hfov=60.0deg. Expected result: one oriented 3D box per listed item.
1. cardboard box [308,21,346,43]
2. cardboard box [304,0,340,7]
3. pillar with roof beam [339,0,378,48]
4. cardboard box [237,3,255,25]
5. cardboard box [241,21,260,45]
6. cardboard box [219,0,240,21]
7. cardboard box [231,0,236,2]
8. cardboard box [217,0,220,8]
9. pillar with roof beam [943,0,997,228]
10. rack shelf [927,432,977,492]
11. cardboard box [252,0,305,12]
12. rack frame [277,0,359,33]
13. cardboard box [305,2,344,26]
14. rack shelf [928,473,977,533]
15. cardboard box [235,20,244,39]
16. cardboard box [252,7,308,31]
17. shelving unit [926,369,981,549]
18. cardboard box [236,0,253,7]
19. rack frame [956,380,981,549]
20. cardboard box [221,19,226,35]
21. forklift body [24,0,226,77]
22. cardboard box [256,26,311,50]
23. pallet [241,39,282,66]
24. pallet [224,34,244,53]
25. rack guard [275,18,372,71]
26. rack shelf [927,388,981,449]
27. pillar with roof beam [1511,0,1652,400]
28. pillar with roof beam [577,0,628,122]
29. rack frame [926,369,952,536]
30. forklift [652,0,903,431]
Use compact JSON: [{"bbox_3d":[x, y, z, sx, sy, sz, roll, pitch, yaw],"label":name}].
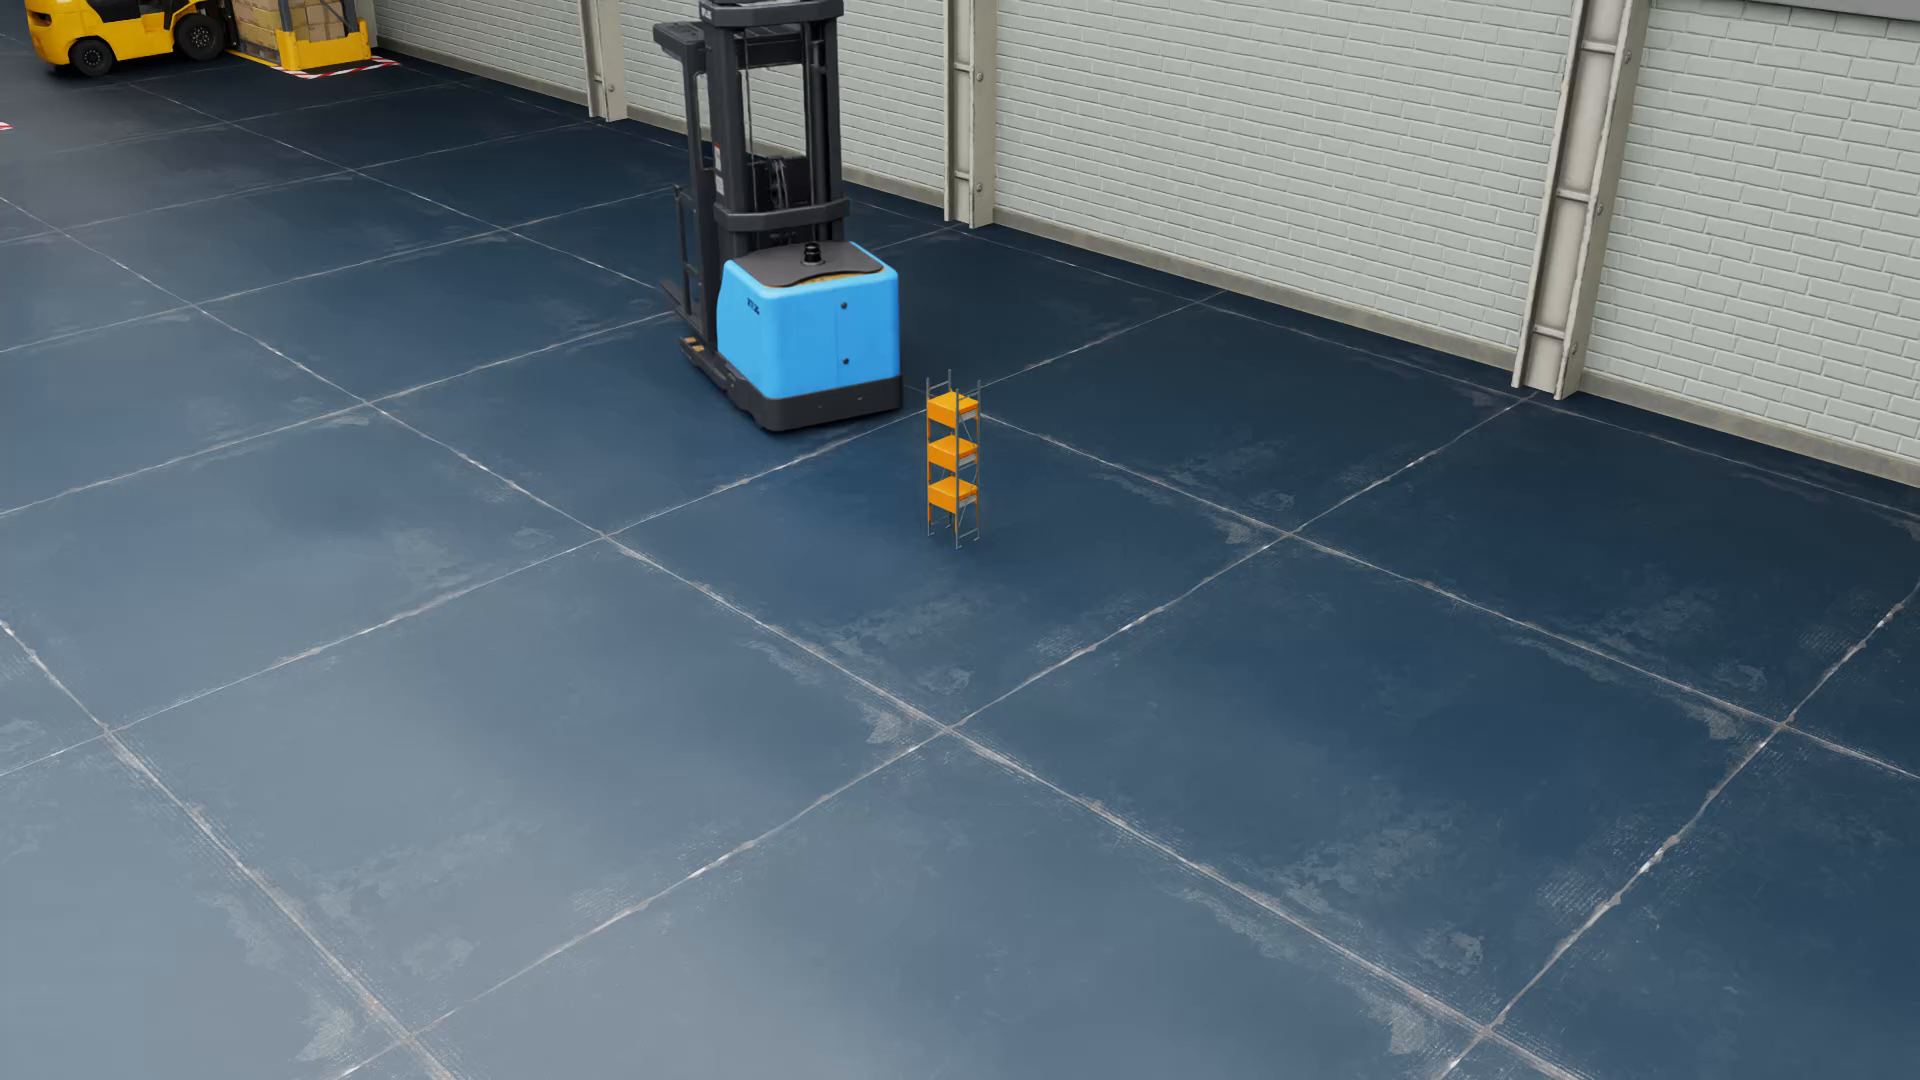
[{"bbox_3d":[-8.814,-7.008,22.858,0.500,0.250,0.500,25,37,39],"label":"cardboard box"},{"bbox_3d":[-8.811,-7.445,22.615,0.500,0.250,0.500,24,36,38],"label":"cardboard box"},{"bbox_3d":[-11.483,-9.567,18.775,0.400,9.000,9.100,25,36,38],"label":"pillar with roof beam"},{"bbox_3d":[-9.517,-7.226,22.736,0.500,0.250,0.500,24,36,38],"label":"cardboard box"},{"bbox_3d":[-9.505,-6.997,22.836,0.500,0.250,0.500,25,36,38],"label":"cardboard box"},{"bbox_3d":[-9.900,-7.388,23.043,0.500,0.250,0.500,24,36,37],"label":"cardboard box"},{"bbox_3d":[-9.883,-7.598,22.906,0.500,0.250,0.500,-25,37,-39],"label":"cardboard box"},{"bbox_3d":[-10.254,-7.552,23.356,0.500,0.250,0.500,24,36,38],"label":"cardboard box"},{"bbox_3d":[-2.927,-5.651,11.329,0.400,9.000,9.100,25,36,38],"label":"pillar with roof beam"},{"bbox_3d":[-0.038,-0.473,10.044,0.240,0.259,0.215,25,36,38],"label":"rack shelf"},{"bbox_3d":[-9.148,-7.272,22.286,0.500,0.250,0.500,-24,36,-38],"label":"cardboard box"},{"bbox_3d":[-8.601,-7.814,21.888,0.127,3.000,1.000,25,36,38],"label":"rack frame"},{"bbox_3d":[-8.790,-7.226,22.736,0.500,0.250,0.500,-25,36,-38],"label":"cardboard box"},{"bbox_3d":[-0.038,-0.227,10.173,0.240,0.259,0.215,25,36,38],"label":"rack shelf"},{"bbox_3d":[-9.856,-7.163,23.153,0.500,0.250,0.500,-25,37,-39],"label":"cardboard box"},{"bbox_3d":[-9.167,-7.059,22.418,0.500,0.250,0.500,24,36,38],"label":"cardboard box"},{"bbox_3d":[-0.038,-0.482,10.039,0.252,1.050,0.215,25,36,38],"label":"shelving unit"},{"bbox_3d":[-9.516,-7.437,22.599,0.500,0.250,0.500,-25,36,-38],"label":"cardboard box"},{"bbox_3d":[0.049,-0.442,9.963,0.008,1.050,0.200,25,36,38],"label":"rack frame"},{"bbox_3d":[-10.242,-7.325,23.461,0.500,0.250,0.500,-24,36,-38],"label":"cardboard box"},{"bbox_3d":[-11.232,-7.452,22.110,1.214,2.155,2.313,25,36,38],"label":"forklift body"},{"bbox_3d":[-9.157,-6.831,22.522,0.500,0.250,0.500,25,37,39],"label":"cardboard box"},{"bbox_3d":[-9.175,-6.815,22.985,1.213,0.211,1.003,25,36,38],"label":"pallet"},{"bbox_3d":[-10.041,-7.213,23.742,1.213,0.211,1.003,25,36,38],"label":"pallet"},{"bbox_3d":[-8.583,-6.700,22.454,0.348,0.500,1.175,25,36,38],"label":"rack guard"},{"bbox_3d":[-0.038,-0.724,9.912,0.240,0.259,0.215,25,36,38],"label":"rack shelf"},{"bbox_3d":[1.352,-3.694,7.606,0.400,9.000,9.100,25,36,38],"label":"pillar with roof beam"},{"bbox_3d":[-7.205,-7.609,15.052,0.400,9.000,9.100,25,36,38],"label":"pillar with roof beam"},{"bbox_3d":[-0.125,-0.522,10.115,0.008,1.050,0.200,25,36,38],"label":"rack frame"},{"bbox_3d":[-1.526,-2.710,12.254,1.130,2.935,3.031,-13,31,-24],"label":"forklift"}]
